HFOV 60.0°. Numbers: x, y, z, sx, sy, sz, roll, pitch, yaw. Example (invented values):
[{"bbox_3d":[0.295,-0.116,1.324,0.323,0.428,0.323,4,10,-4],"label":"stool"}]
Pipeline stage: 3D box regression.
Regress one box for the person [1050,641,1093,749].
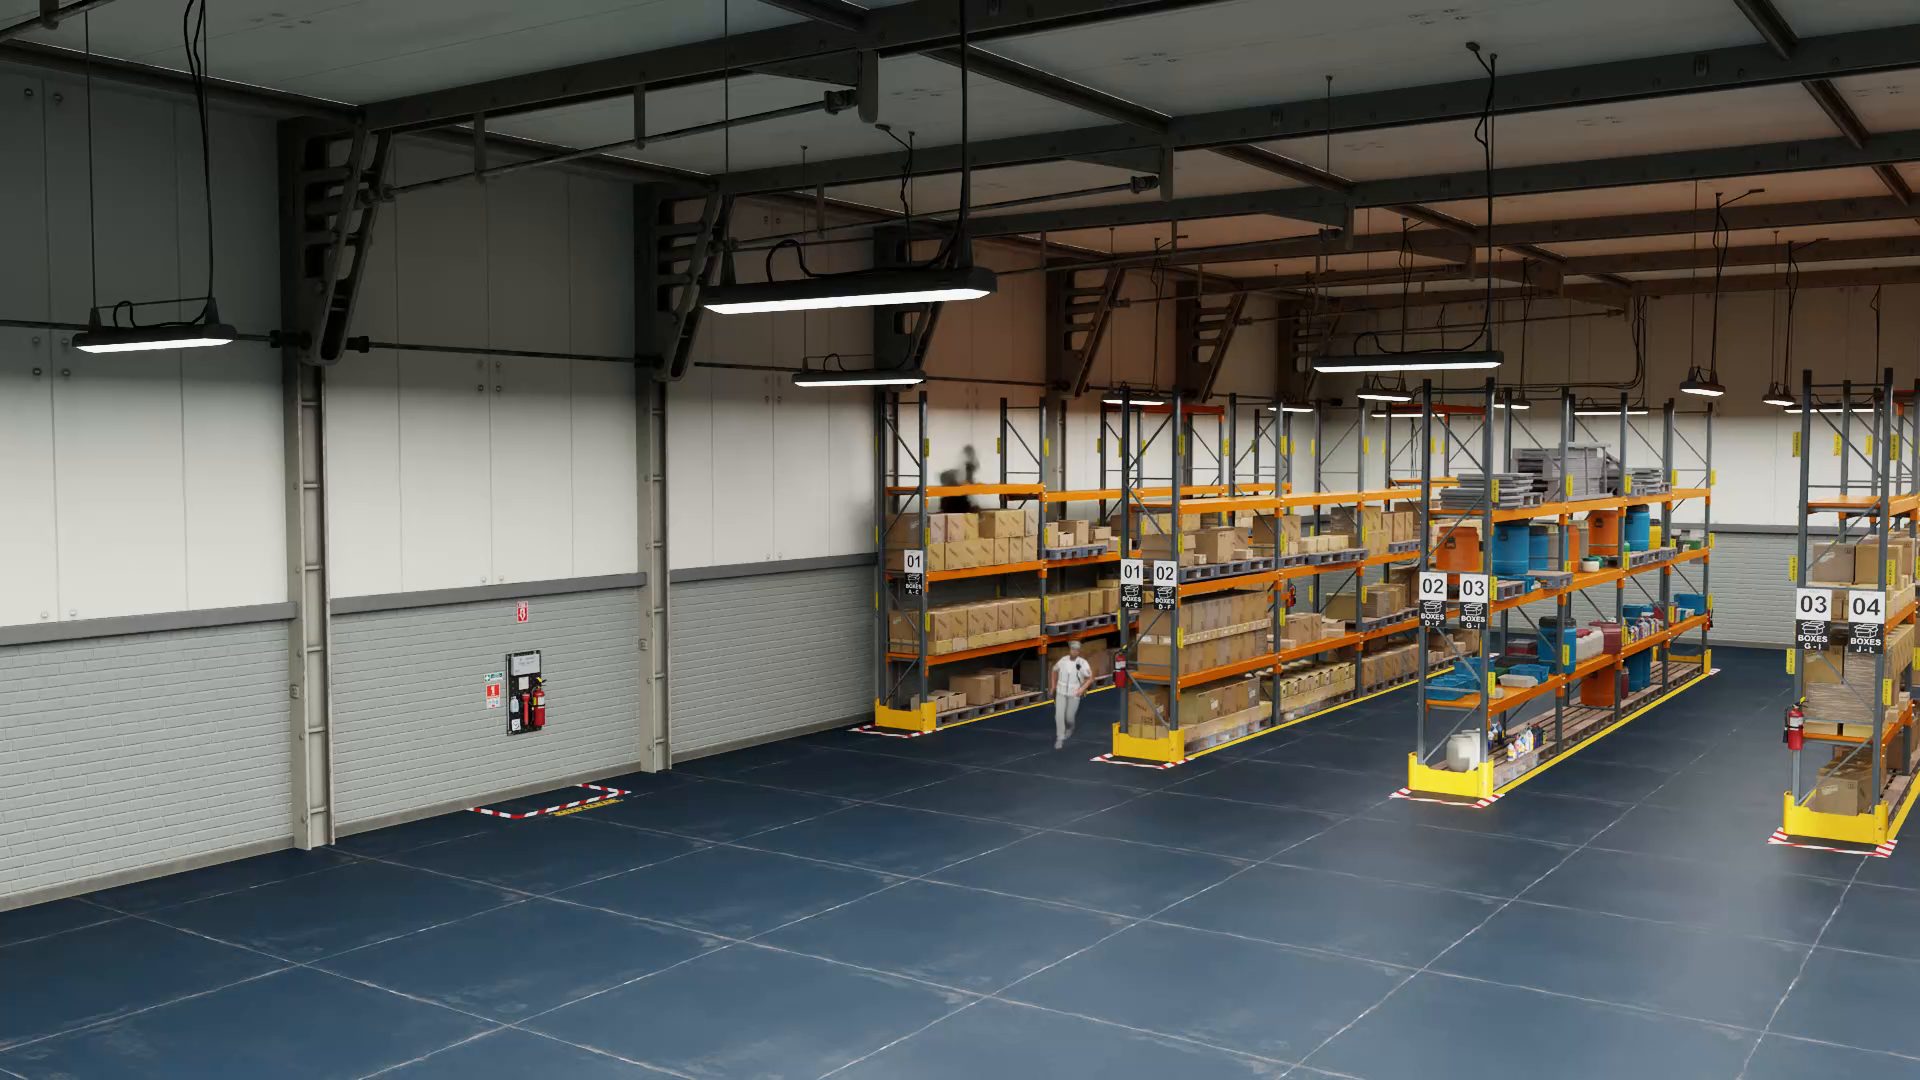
[{"bbox_3d":[1.830,2.519,27.350,0.711,1.751,0.683,1,3,15],"label":"person"}]
